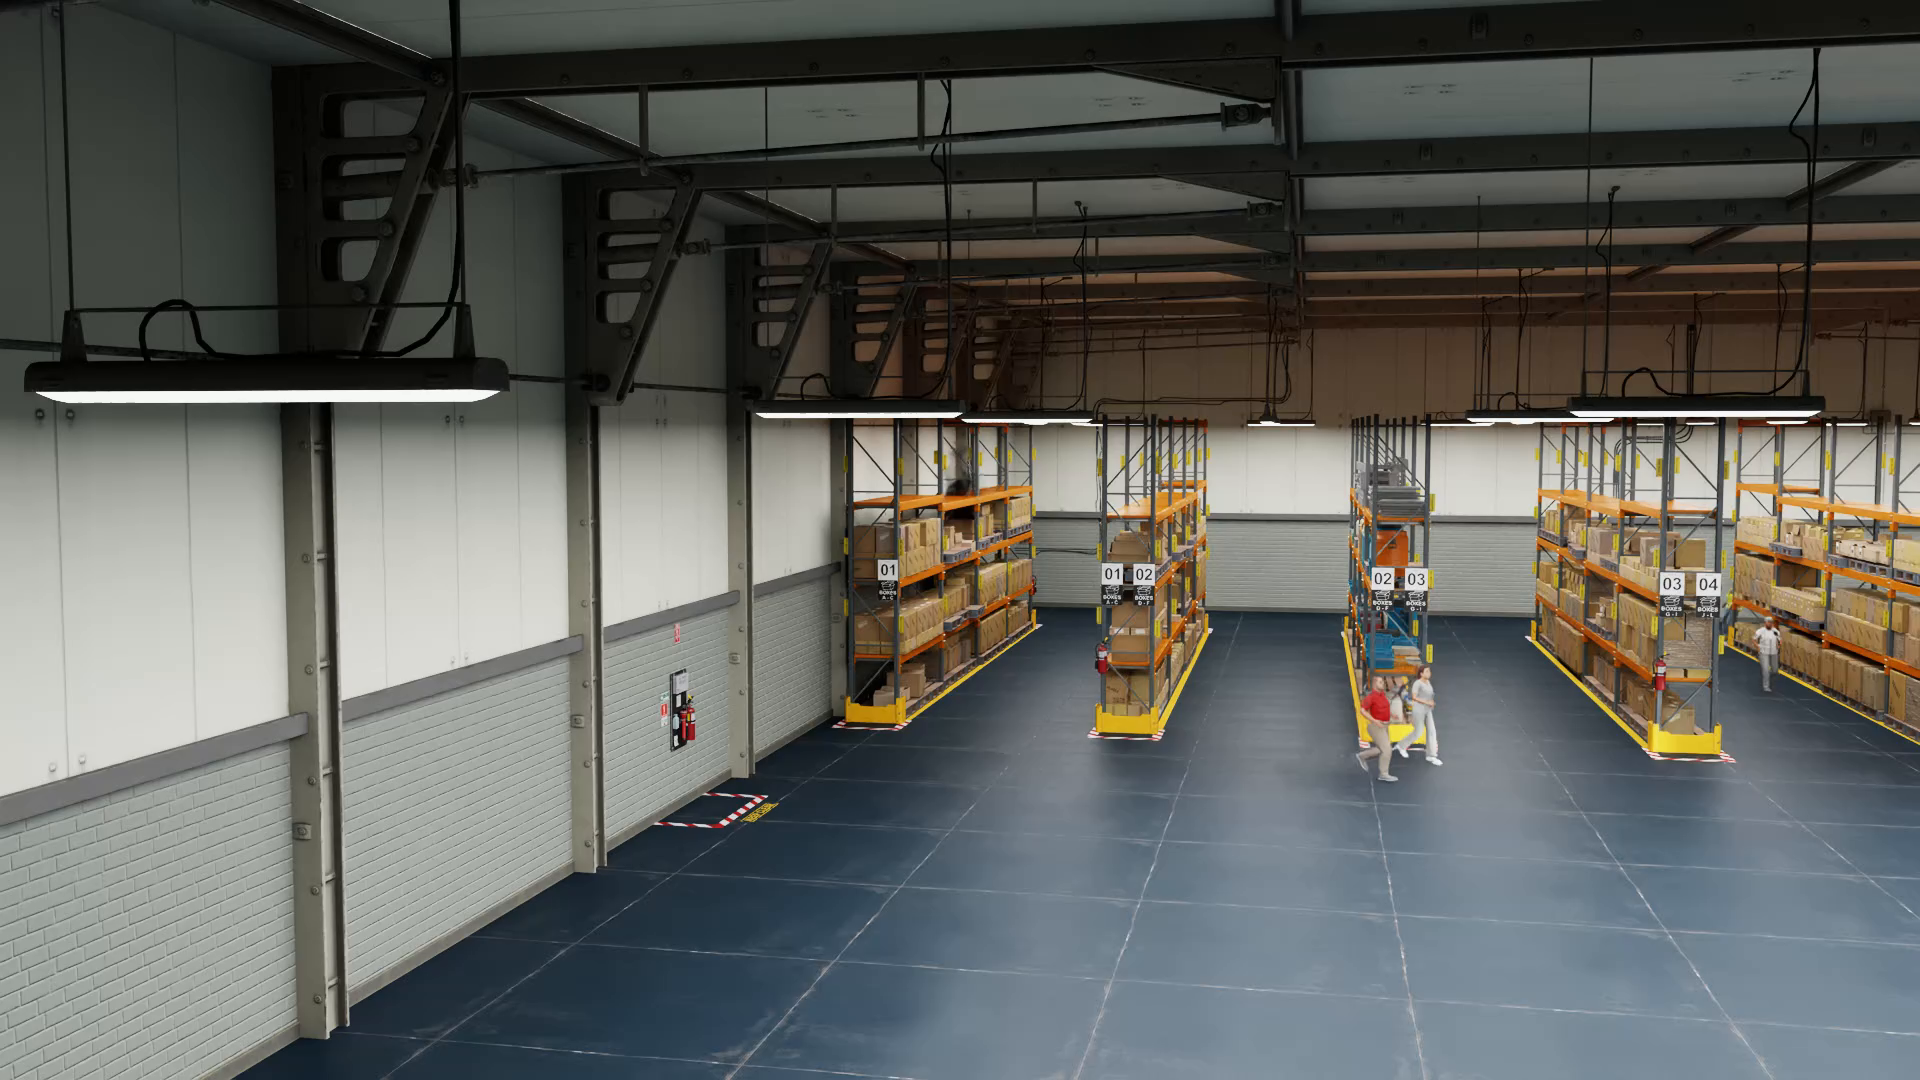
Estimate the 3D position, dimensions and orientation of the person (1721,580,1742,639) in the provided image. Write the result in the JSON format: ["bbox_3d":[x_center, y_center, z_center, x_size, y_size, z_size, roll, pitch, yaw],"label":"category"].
[{"bbox_3d":[21.060,1.877,45.186,0.685,1.732,0.747,-1,4,-10],"label":"person"}]

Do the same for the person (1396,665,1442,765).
[{"bbox_3d":[7.935,2.980,28.627,0.586,1.688,0.850,-3,5,-42],"label":"person"}]

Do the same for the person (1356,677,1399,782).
[{"bbox_3d":[6.804,3.068,27.170,0.779,1.682,0.672,3,5,39],"label":"person"}]

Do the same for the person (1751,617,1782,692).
[{"bbox_3d":[17.681,2.487,36.422,0.613,1.620,0.669,1,4,9],"label":"person"}]

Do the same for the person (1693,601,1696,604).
[{"bbox_3d":[19.996,1.935,44.820,0.835,1.572,0.602,-1,4,-21],"label":"person"}]
